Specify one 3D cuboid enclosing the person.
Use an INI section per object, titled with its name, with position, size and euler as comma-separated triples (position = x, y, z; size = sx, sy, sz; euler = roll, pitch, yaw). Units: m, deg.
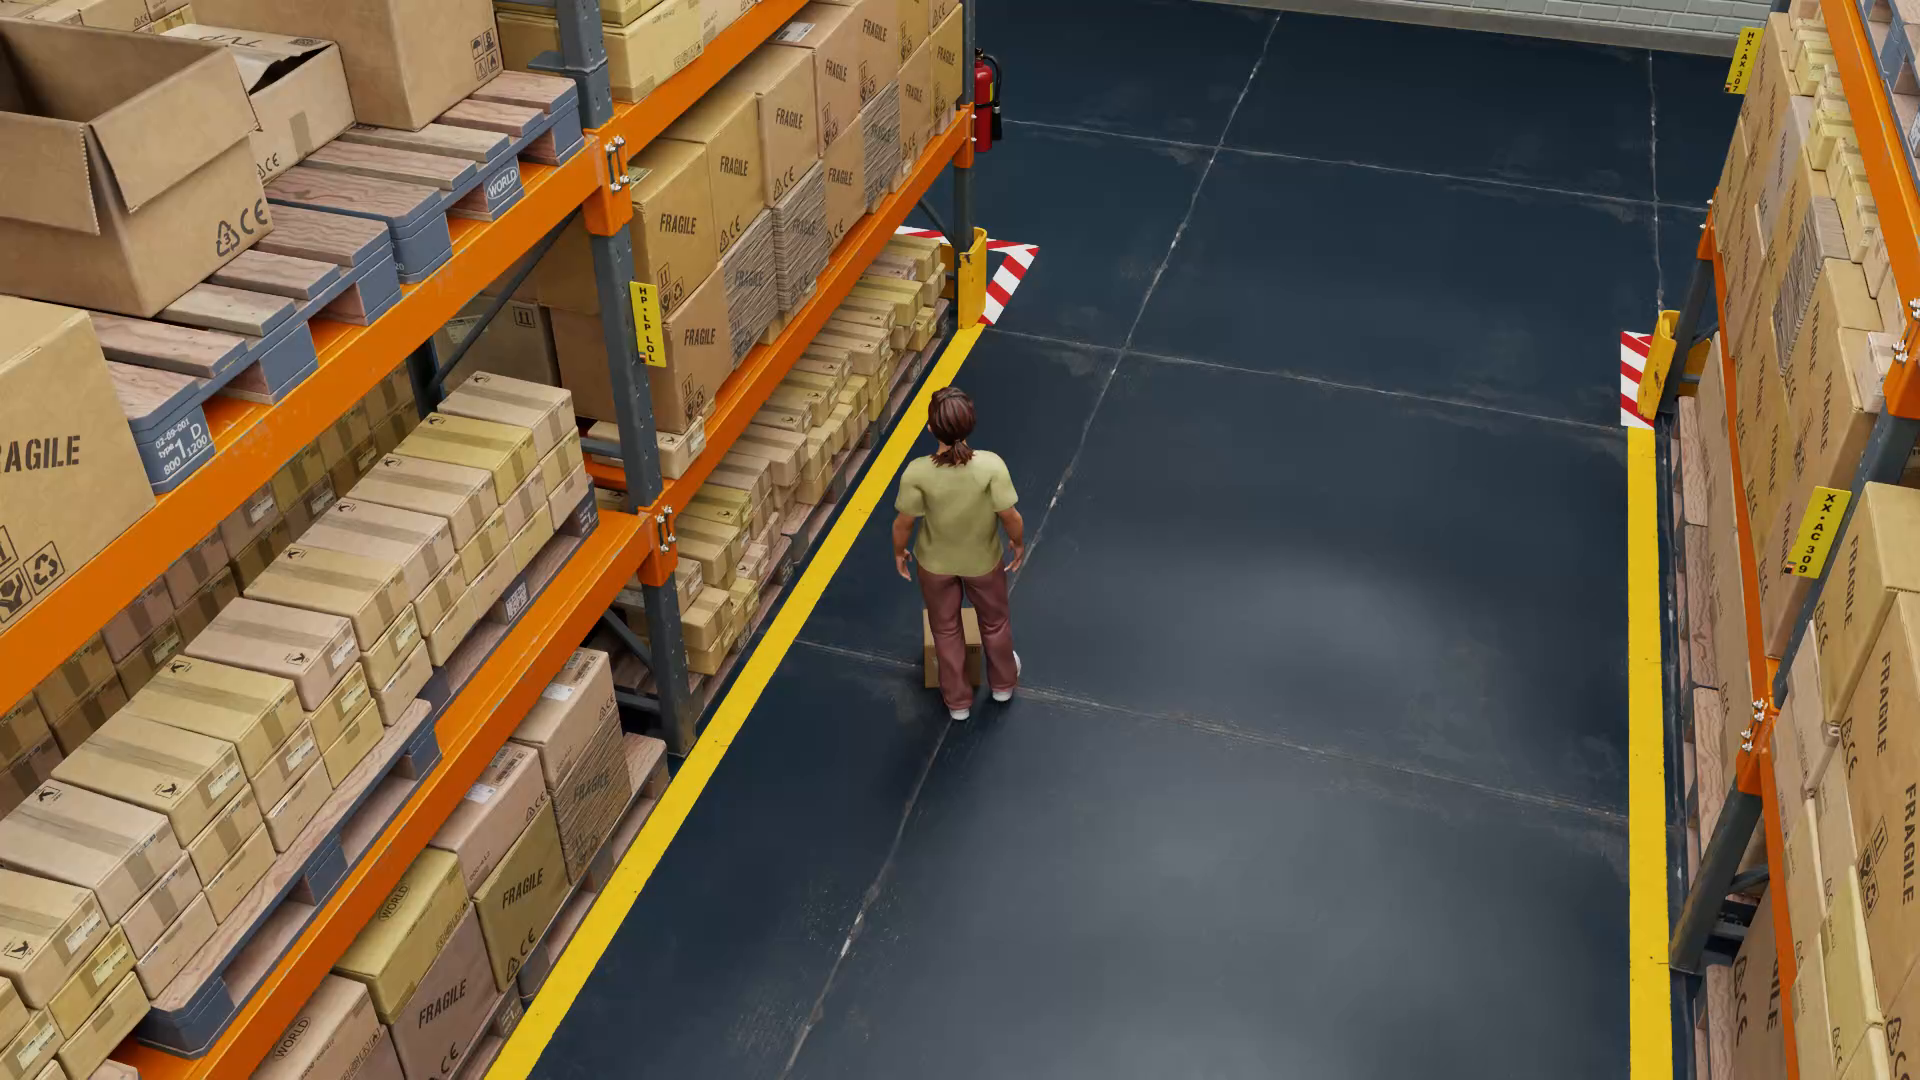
[person]
position = 0.002, 0.037, 6.827
size = 0.552, 1.675, 0.548
euler = -1, 37, -1
